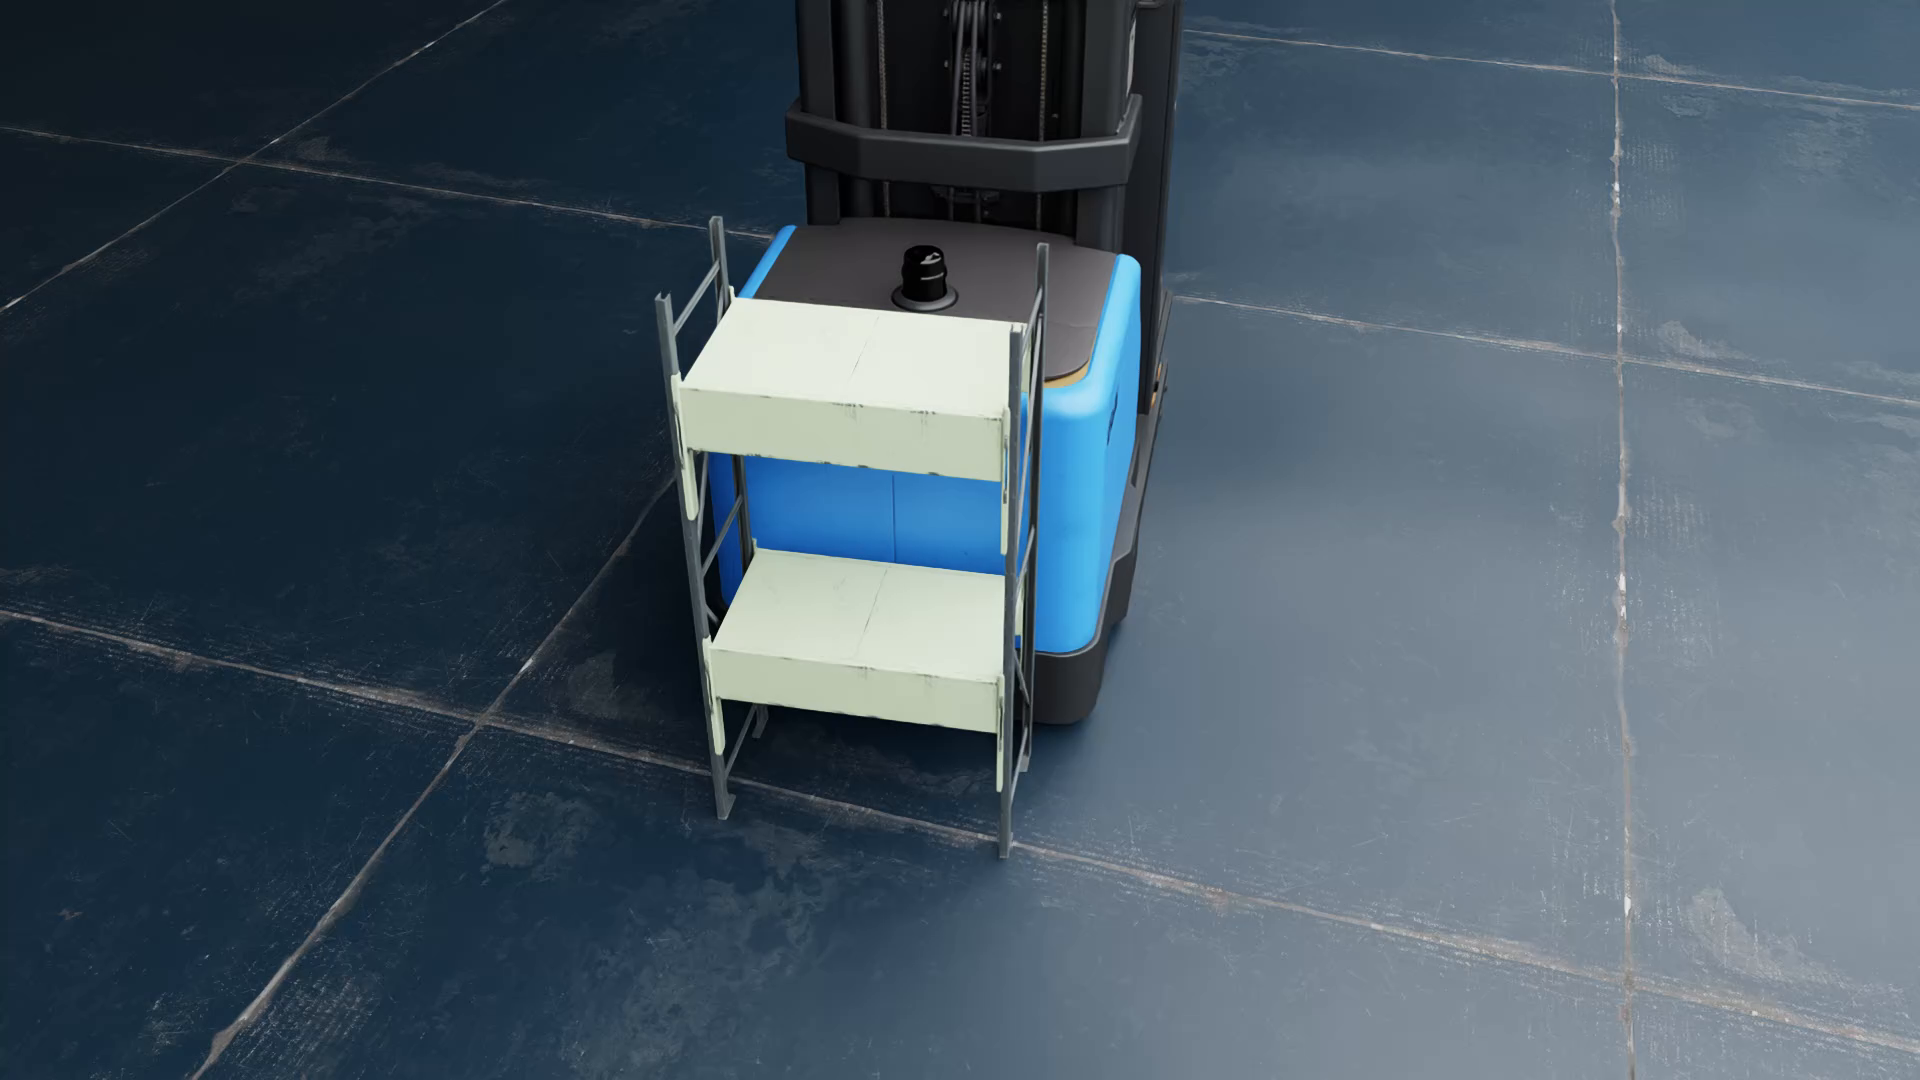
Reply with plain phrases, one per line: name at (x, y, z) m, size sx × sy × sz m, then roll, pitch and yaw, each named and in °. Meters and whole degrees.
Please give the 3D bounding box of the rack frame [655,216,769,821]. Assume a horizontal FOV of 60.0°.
rack frame at (-0.575, 0.000, 3.984) m, size 0.023 × 1.500 × 0.400 m, roll 6°, pitch 37°, yaw 8°

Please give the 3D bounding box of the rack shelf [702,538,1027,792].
rack shelf at (-0.215, 0.302, 4.124) m, size 0.720 × 0.370 × 0.431 m, roll 6°, pitch 37°, yaw 8°

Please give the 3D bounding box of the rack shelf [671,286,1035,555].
rack shelf at (-0.215, -0.275, 3.699) m, size 0.720 × 0.370 × 0.431 m, roll 6°, pitch 37°, yaw 8°

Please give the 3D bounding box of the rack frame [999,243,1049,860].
rack frame at (0.145, 0.079, 3.877) m, size 0.023 × 1.500 × 0.400 m, roll 6°, pitch 37°, yaw 8°

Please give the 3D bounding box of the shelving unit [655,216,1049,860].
shelving unit at (-0.215, 0.040, 3.931) m, size 0.755 × 1.500 × 0.431 m, roll 6°, pitch 37°, yaw 8°

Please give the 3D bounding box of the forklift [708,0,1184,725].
forklift at (0.125, -1.557, 4.893) m, size 1.130 × 2.935 × 3.031 m, roll 7°, pitch 37°, yaw 9°
